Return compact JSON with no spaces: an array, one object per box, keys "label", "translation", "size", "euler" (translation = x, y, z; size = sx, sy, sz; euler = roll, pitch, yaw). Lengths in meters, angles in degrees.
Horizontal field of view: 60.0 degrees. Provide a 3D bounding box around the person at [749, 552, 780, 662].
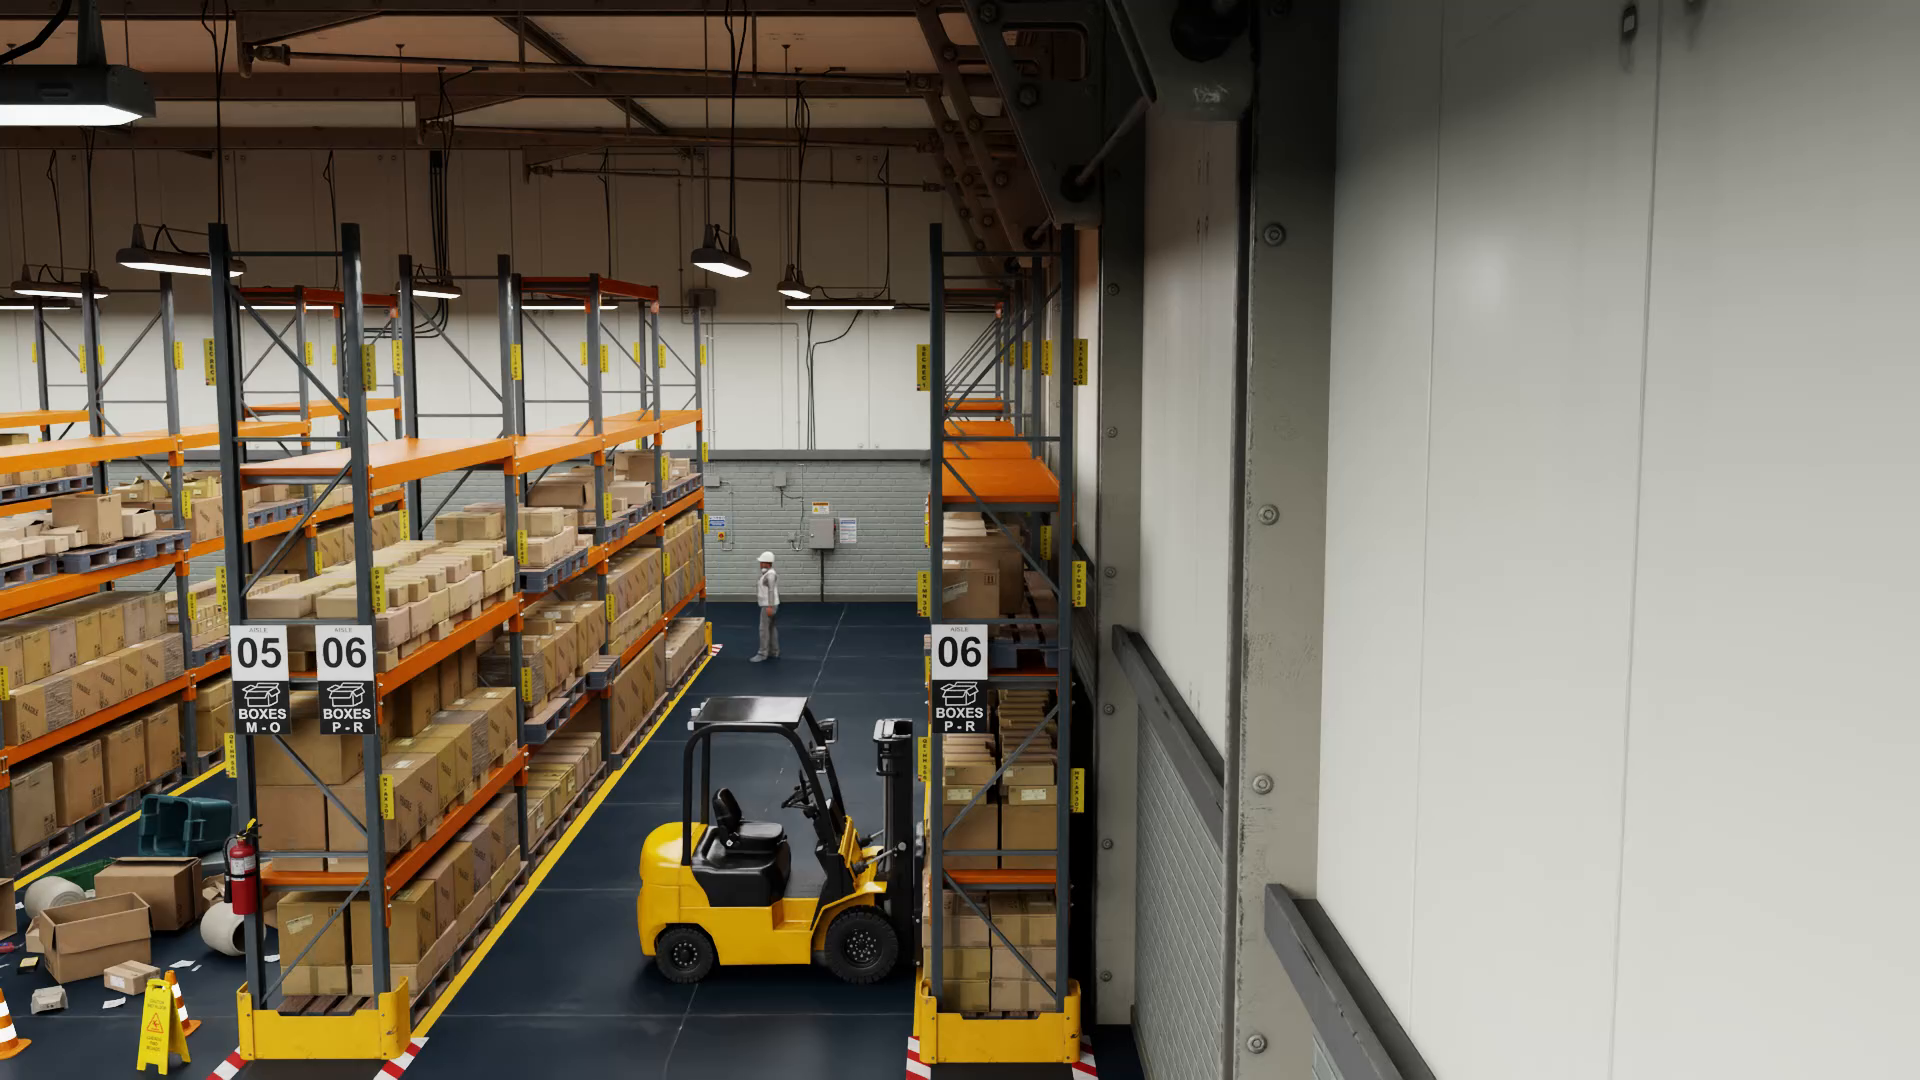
[{"label":"person","translation":[-3.242,1.084,27.543],"size":[0.504,1.783,0.594],"euler":[-1,7,-6]}]
